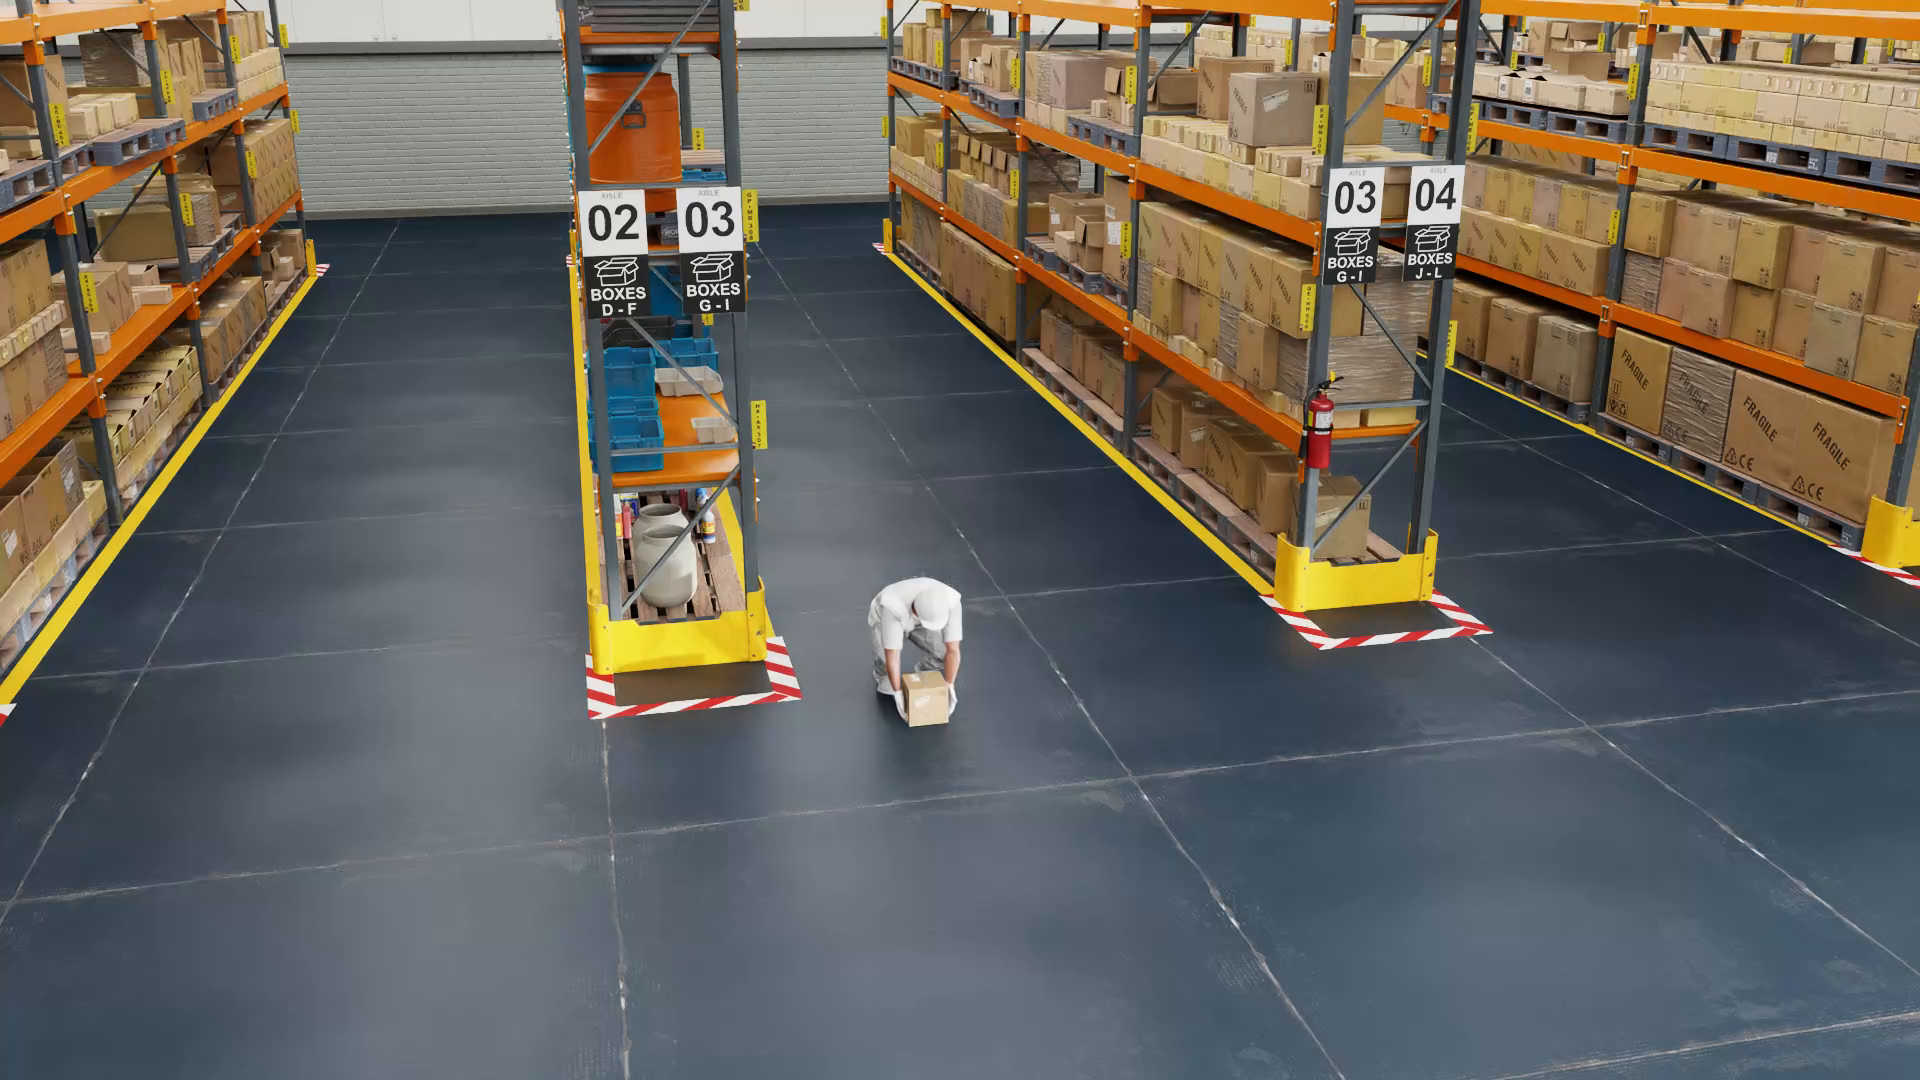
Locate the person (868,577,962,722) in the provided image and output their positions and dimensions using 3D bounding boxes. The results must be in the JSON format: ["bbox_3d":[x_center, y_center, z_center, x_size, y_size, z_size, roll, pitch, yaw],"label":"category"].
[{"bbox_3d":[-0.290,0.601,10.716,0.580,0.880,0.906,-4,20,-12],"label":"person"}]
